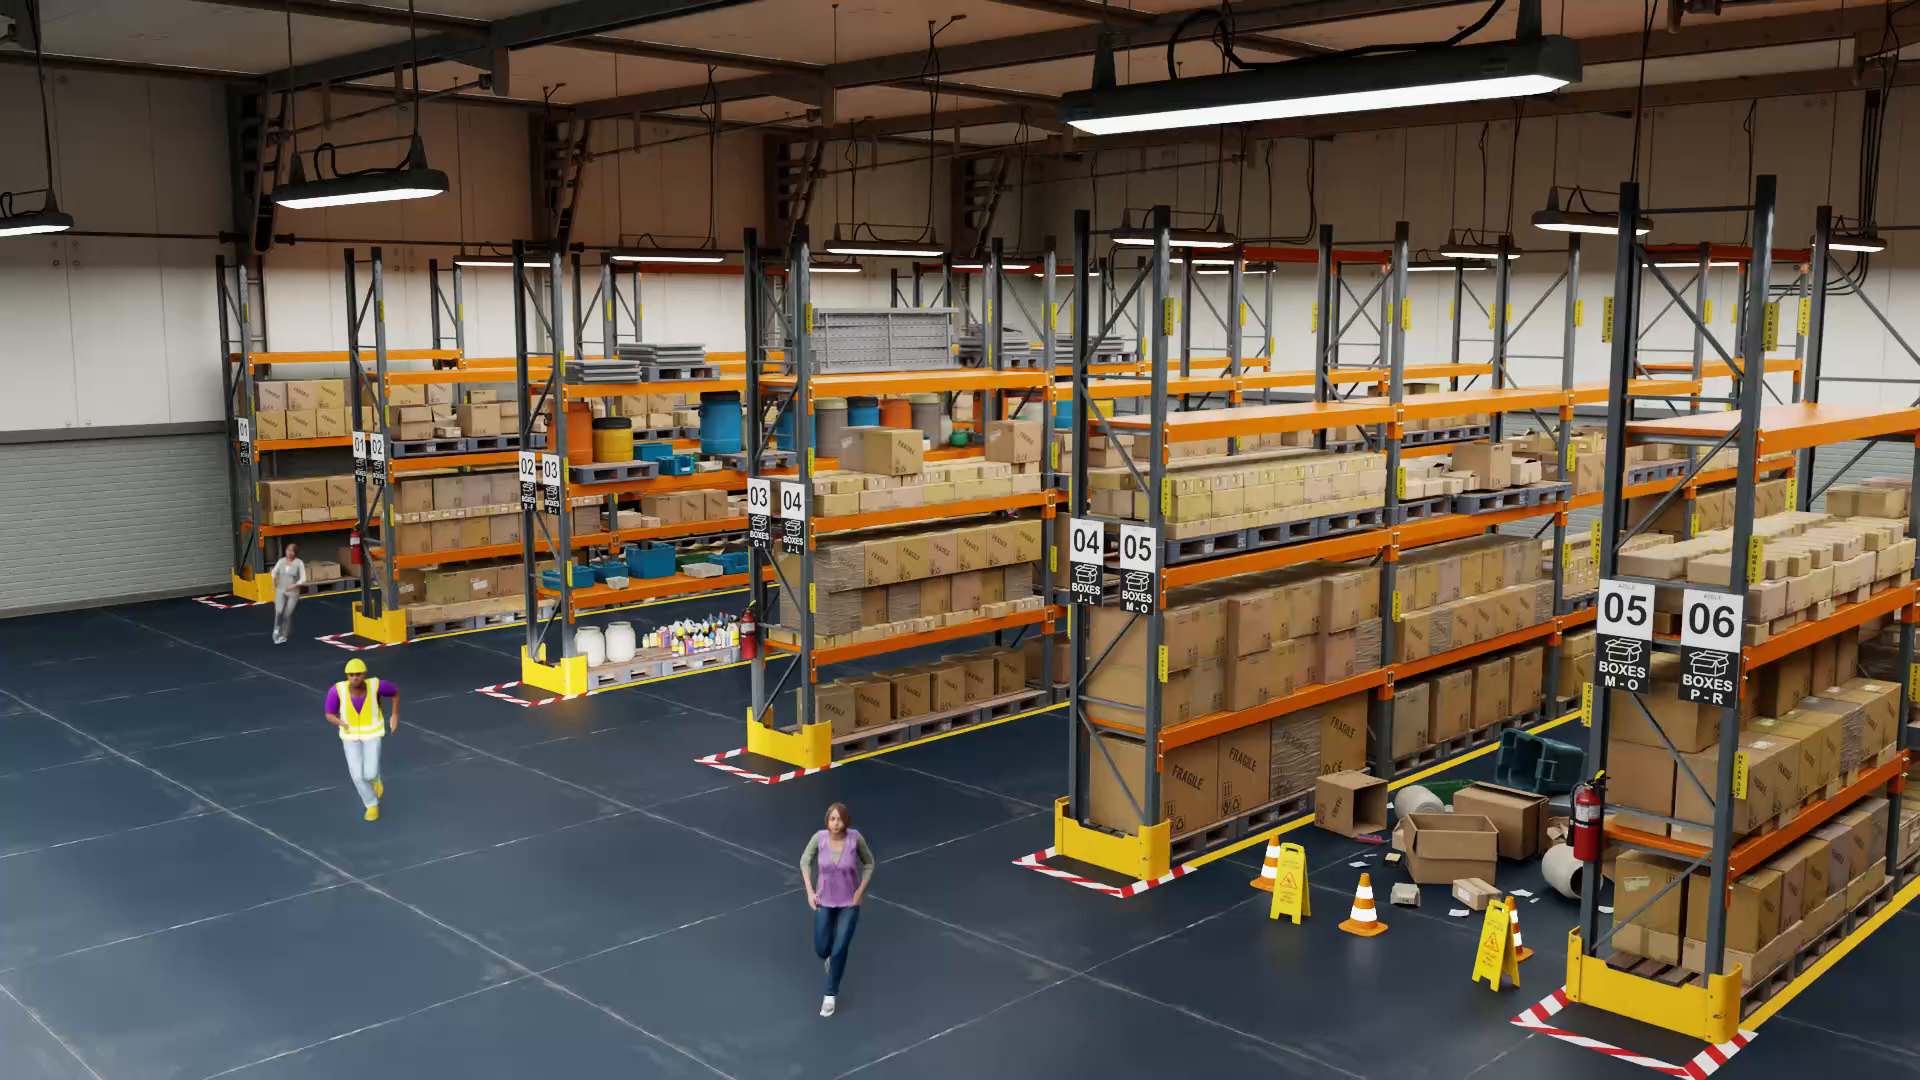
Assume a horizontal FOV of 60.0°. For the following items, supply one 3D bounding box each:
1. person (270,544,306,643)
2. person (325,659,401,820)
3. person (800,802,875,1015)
[{"bbox_3d":[-10.217,0.835,25.282,0.545,1.518,0.550,-2,8,-12],"label":"person"},{"bbox_3d":[-5.964,1.998,16.618,0.680,1.693,0.702,-1,8,-10],"label":"person"},{"bbox_3d":[-0.907,2.676,12.338,0.559,1.565,0.559,0,8,-1],"label":"person"}]
